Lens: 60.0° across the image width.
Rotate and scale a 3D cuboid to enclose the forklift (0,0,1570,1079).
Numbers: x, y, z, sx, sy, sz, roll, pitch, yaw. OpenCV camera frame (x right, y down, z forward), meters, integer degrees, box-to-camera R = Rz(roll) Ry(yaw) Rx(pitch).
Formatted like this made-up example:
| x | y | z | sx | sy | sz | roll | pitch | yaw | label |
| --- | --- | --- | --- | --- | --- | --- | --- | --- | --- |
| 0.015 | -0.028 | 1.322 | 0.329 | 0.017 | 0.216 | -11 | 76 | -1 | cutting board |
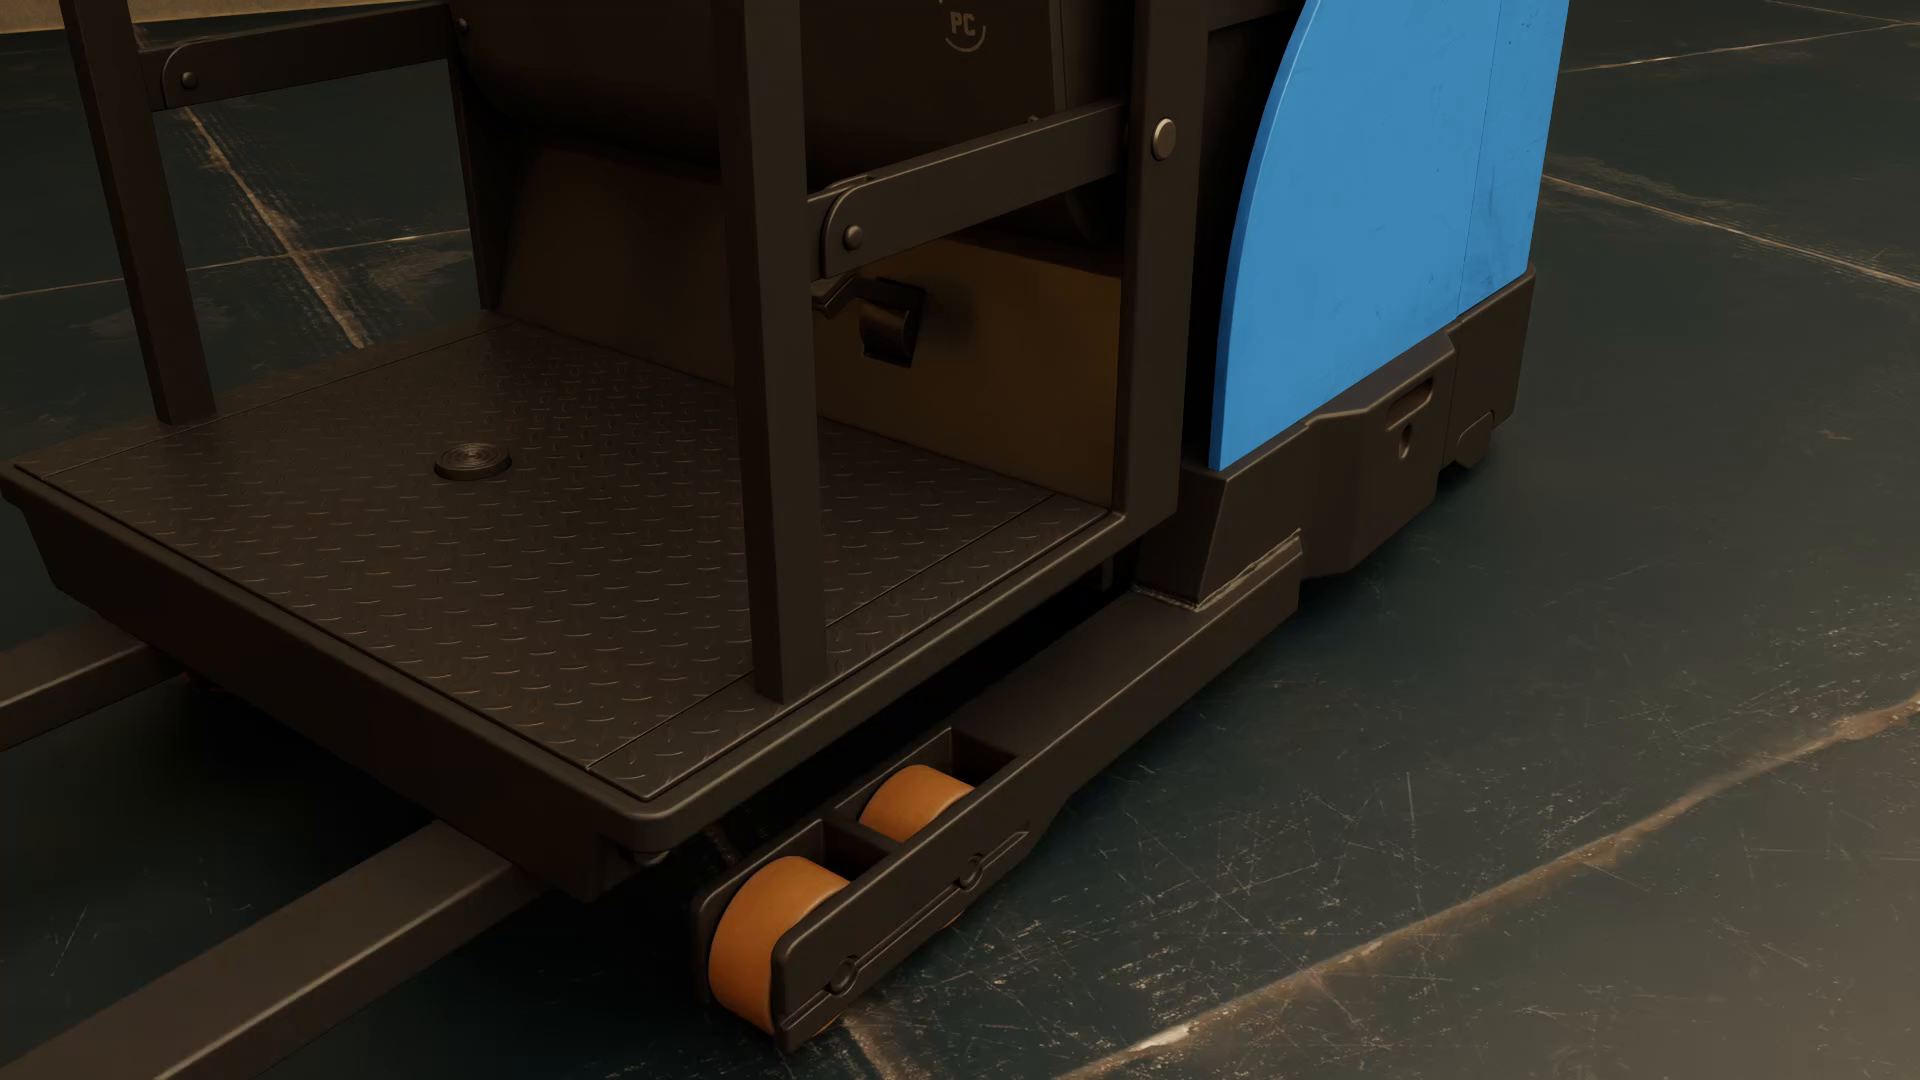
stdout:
| x | y | z | sx | sy | sz | roll | pitch | yaw | label |
| --- | --- | --- | --- | --- | --- | --- | --- | --- | --- |
| -0.375 | -1.090 | 1.409 | 1.130 | 2.935 | 3.031 | 19 | 33 | 33 | forklift |
